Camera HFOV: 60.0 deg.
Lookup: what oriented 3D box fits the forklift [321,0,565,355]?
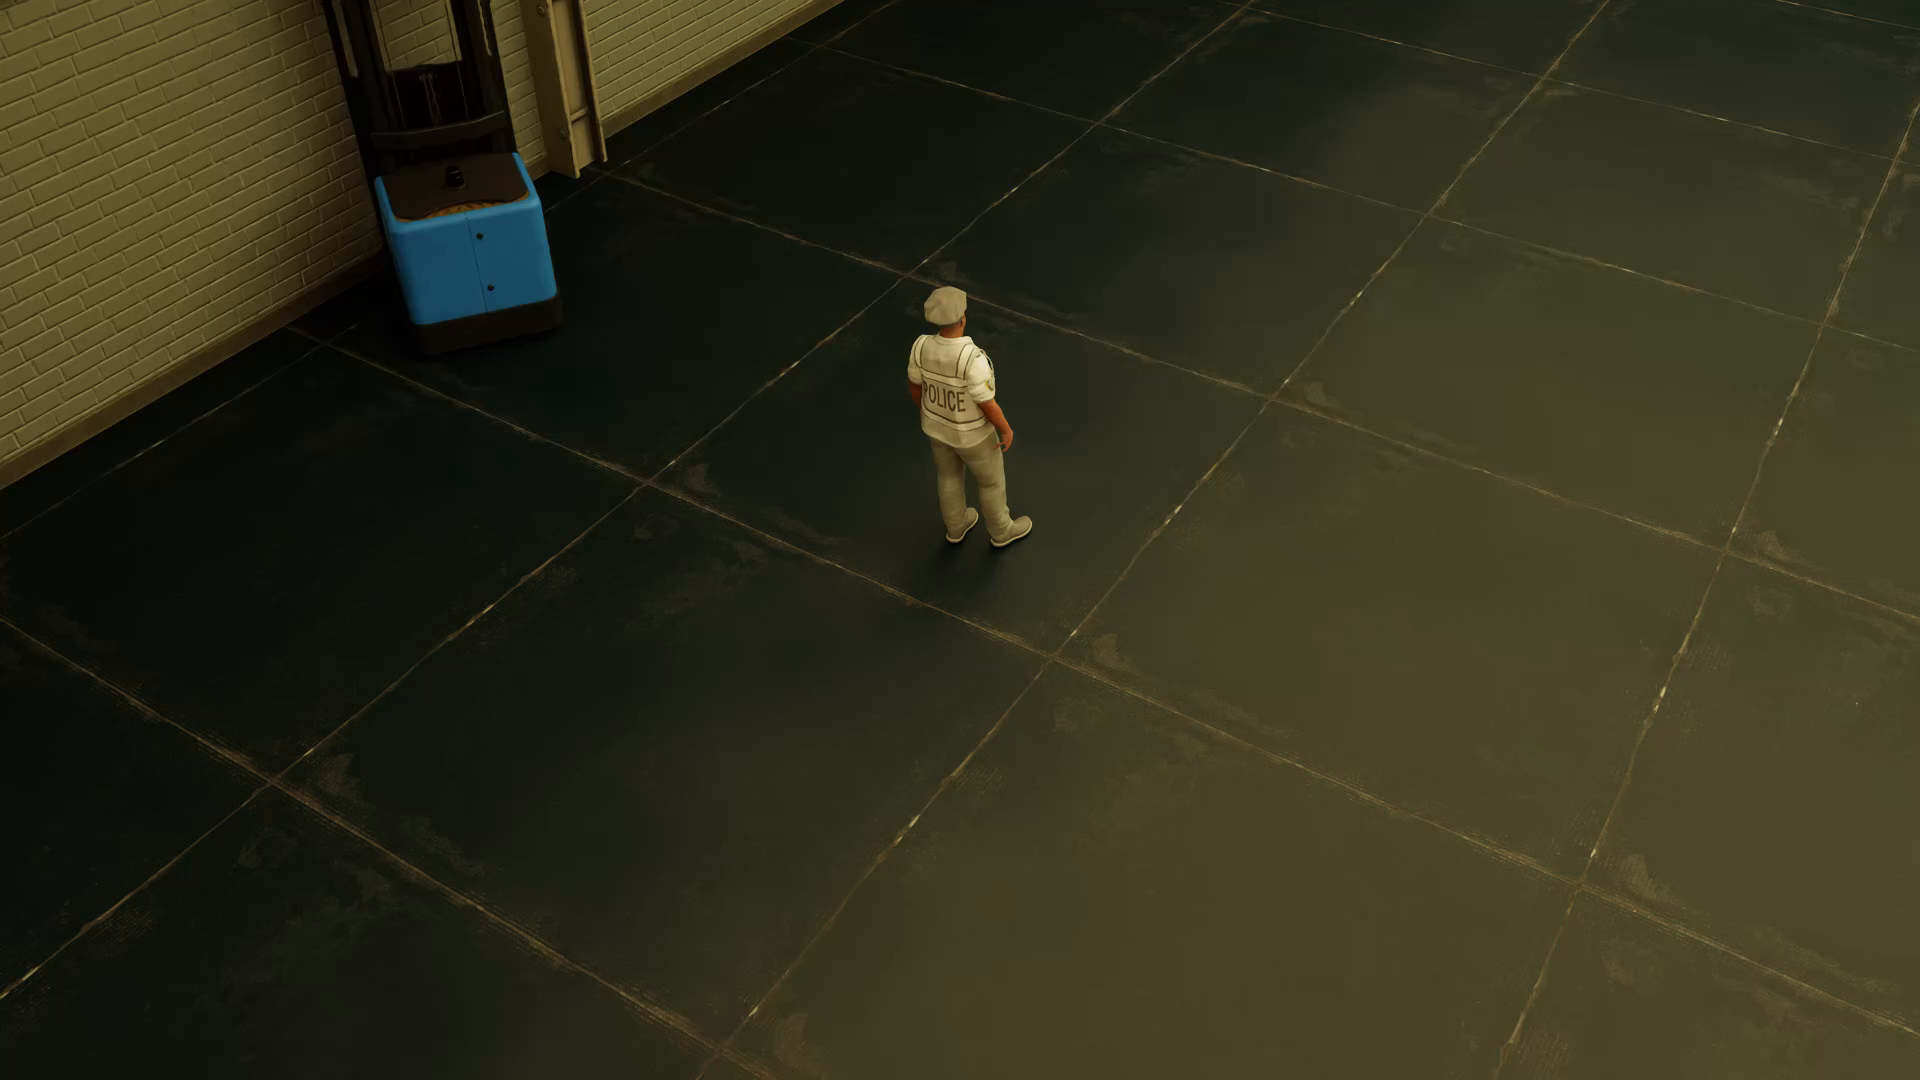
[{"bbox_3d":[-3.884,-3.371,11.945,1.130,2.935,3.031,-15,43,-17],"label":"forklift"}]

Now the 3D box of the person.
[{"bbox_3d":[0.052,-0.723,9.698,0.640,1.781,0.575,22,45,24],"label":"person"}]
